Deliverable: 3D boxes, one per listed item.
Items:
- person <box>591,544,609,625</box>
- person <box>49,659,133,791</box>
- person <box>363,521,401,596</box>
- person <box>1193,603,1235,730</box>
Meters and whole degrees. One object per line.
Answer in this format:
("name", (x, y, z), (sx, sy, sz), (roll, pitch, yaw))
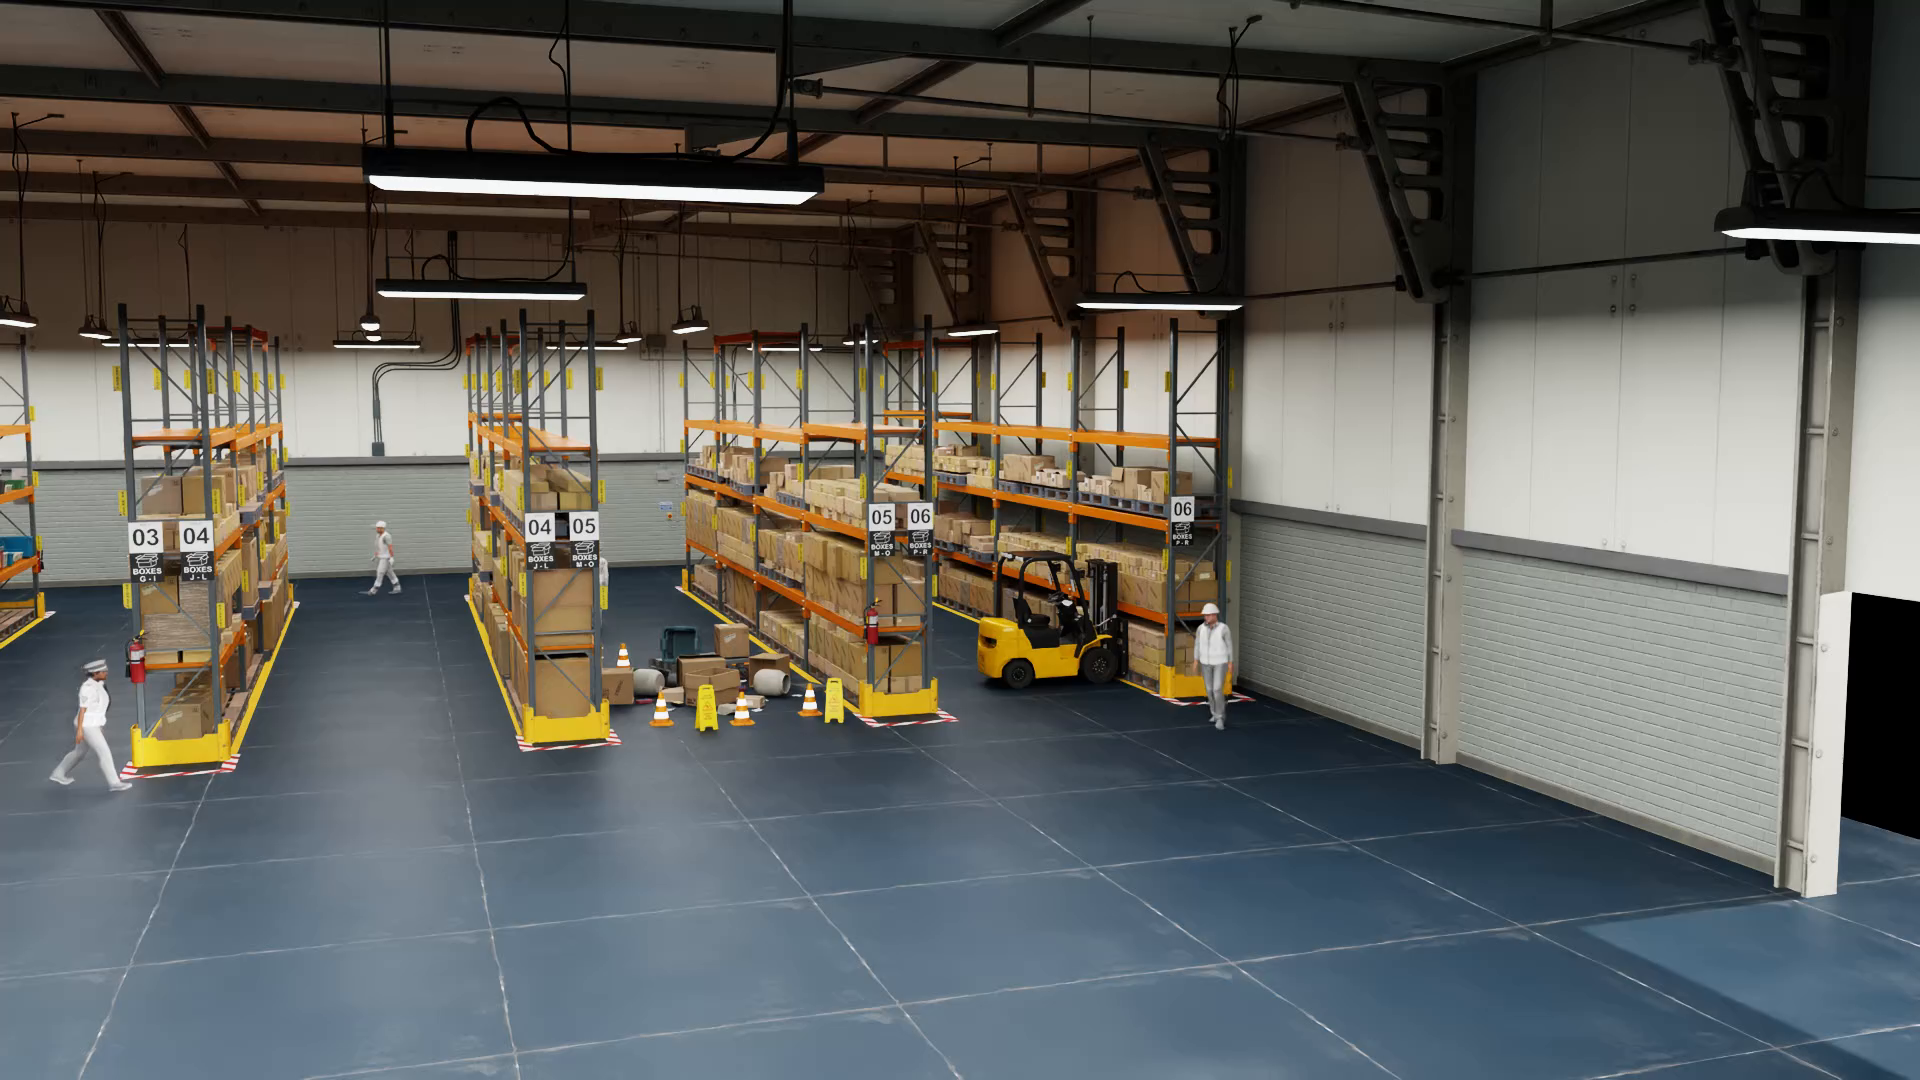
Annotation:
("person", (-7.471, 0.926, 34.137), (0.517, 1.673, 0.422), (-1, 6, -15))
("person", (-10.679, 2.267, 20.380), (1.084, 1.609, 0.469), (0, 5, -2))
("person", (-13.559, 0.432, 38.919), (0.927, 1.754, 0.595), (-4, 7, -39))
("person", (3.699, 1.819, 24.331), (0.640, 1.776, 0.682), (4, 7, 37))
